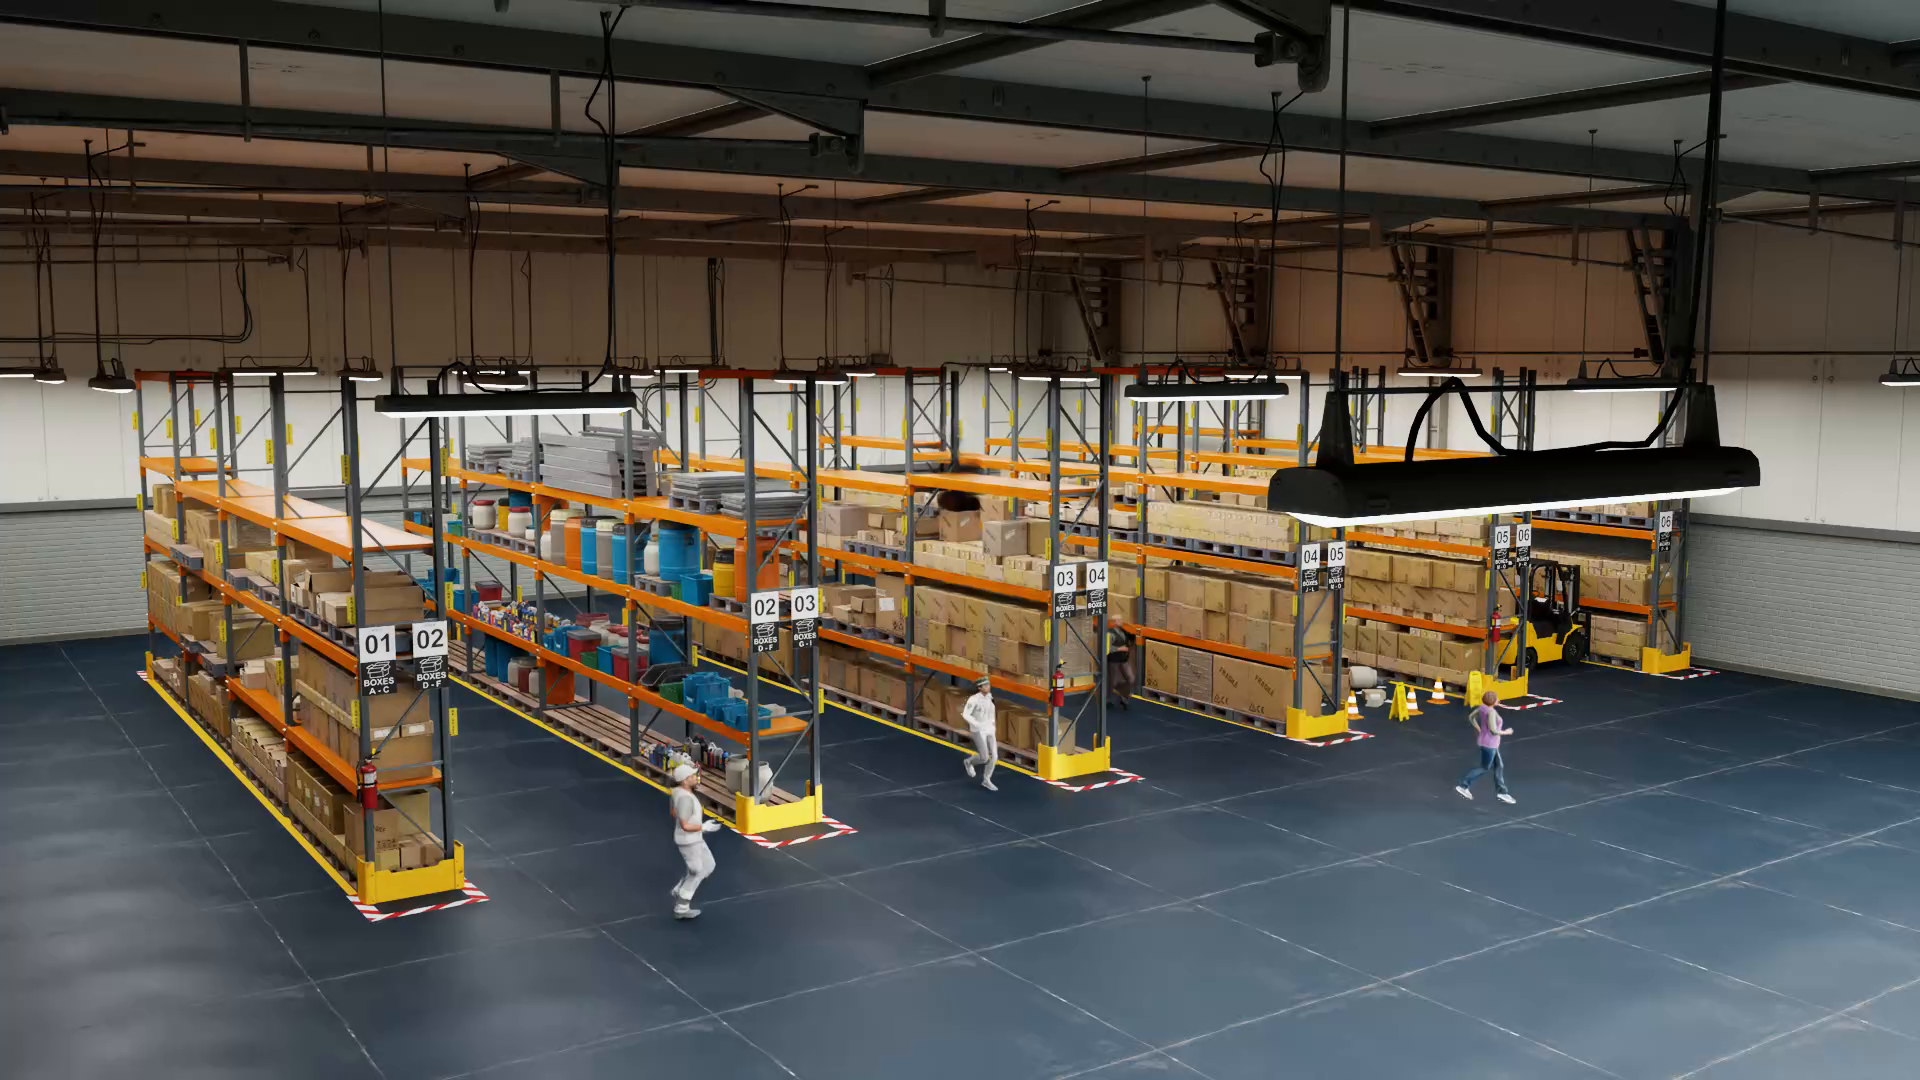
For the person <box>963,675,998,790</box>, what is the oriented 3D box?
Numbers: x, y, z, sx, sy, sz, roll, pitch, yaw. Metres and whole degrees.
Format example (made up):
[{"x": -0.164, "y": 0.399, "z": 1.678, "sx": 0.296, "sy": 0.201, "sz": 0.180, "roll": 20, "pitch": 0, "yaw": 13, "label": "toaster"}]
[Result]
[{"x": 0.309, "y": 2.789, "z": 24.252, "sx": 0.658, "sy": 1.678, "sz": 0.624, "roll": -6, "pitch": 9, "yaw": -41, "label": "person"}]

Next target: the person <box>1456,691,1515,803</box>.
[{"x": 7.397, "y": 2.905, "z": 23.328, "sx": 0.860, "sy": 1.614, "sz": 0.550, "roll": 0, "pitch": 6, "yaw": 4, "label": "person"}]

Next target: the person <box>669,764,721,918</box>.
[{"x": -2.967, "y": 3.357, "z": 18.615, "sx": 0.580, "sy": 1.741, "sz": 0.644, "roll": -1, "pitch": 7, "yaw": -9, "label": "person"}]

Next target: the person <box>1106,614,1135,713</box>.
[{"x": 2.784, "y": 2.187, "z": 29.295, "sx": 0.635, "sy": 1.770, "sz": 0.756, "roll": -5, "pitch": 8, "yaw": -36, "label": "person"}]
